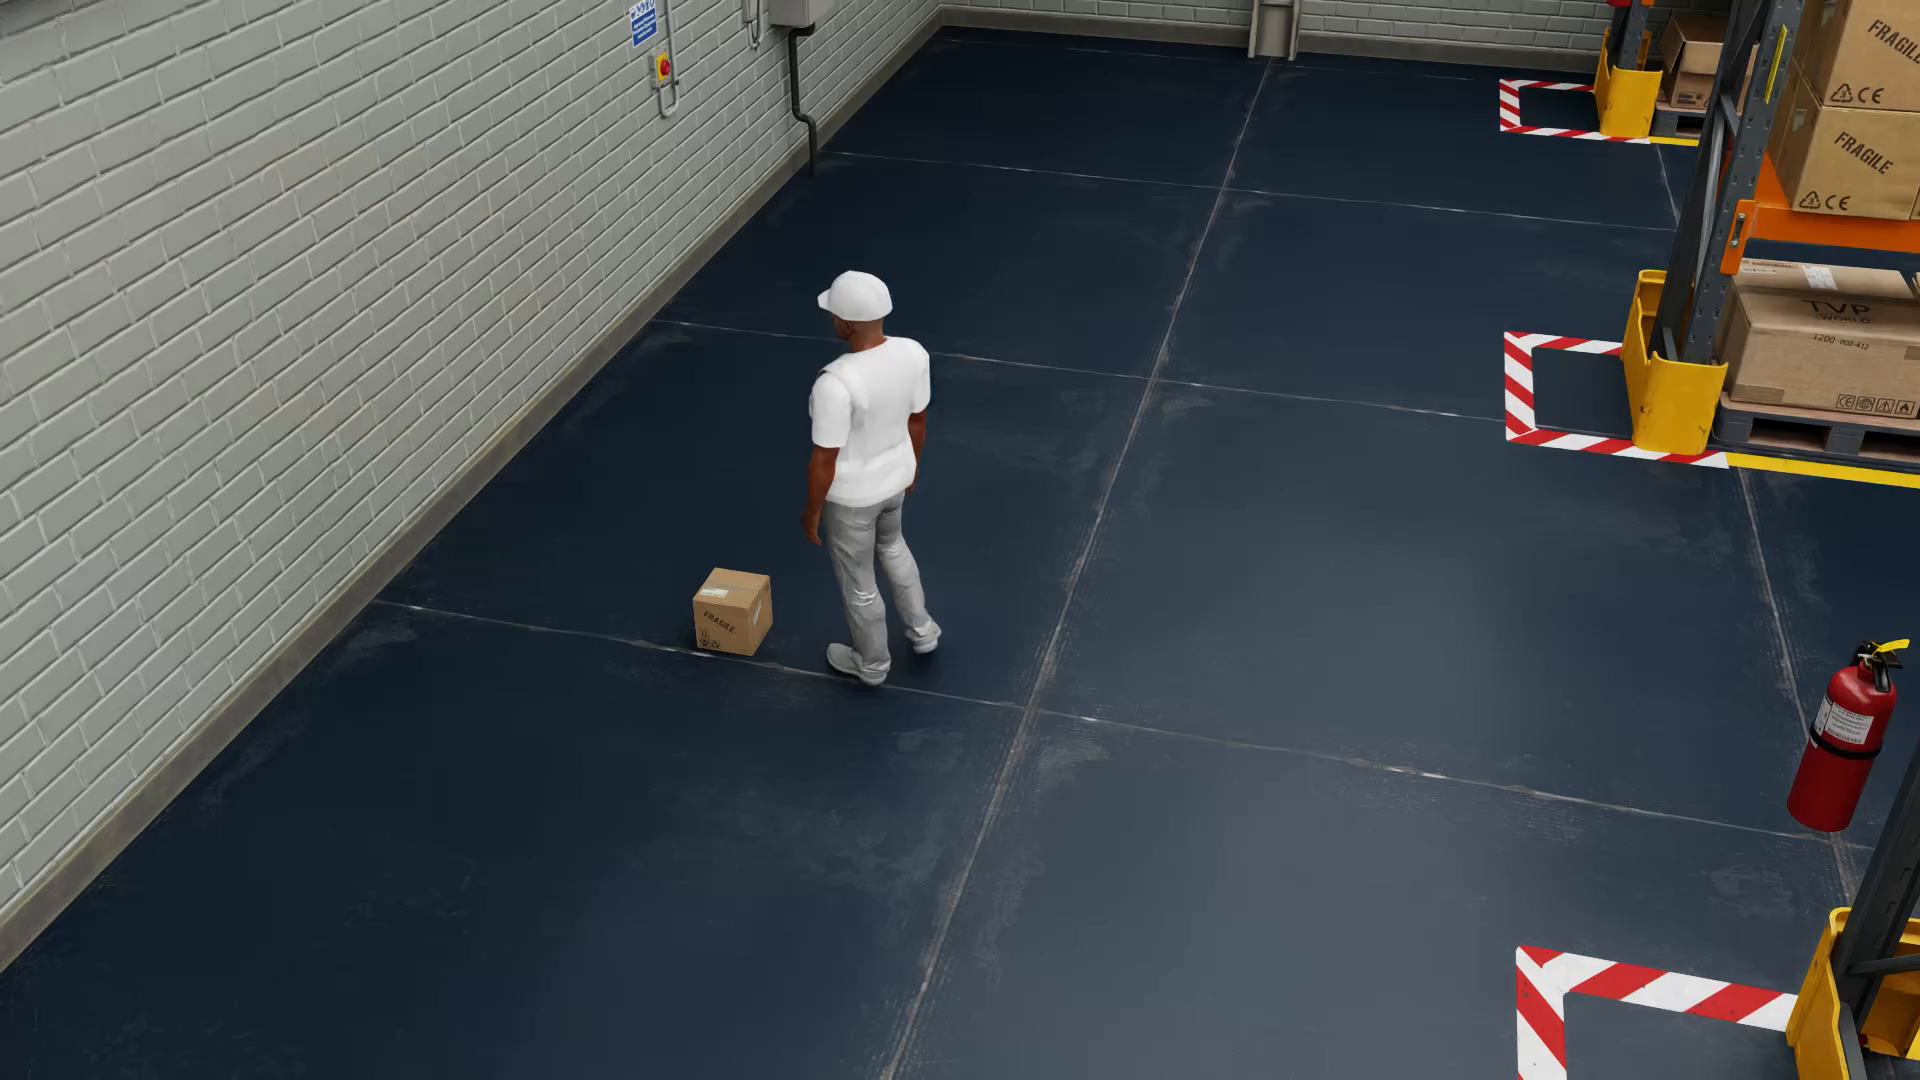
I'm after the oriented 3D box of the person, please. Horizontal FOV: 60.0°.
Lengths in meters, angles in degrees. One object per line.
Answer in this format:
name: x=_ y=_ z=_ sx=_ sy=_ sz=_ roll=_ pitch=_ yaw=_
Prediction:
person: x=-0.343 y=-0.232 z=6.463 sx=0.386 sy=1.763 sz=0.666 roll=25 pitch=40 yaw=33
